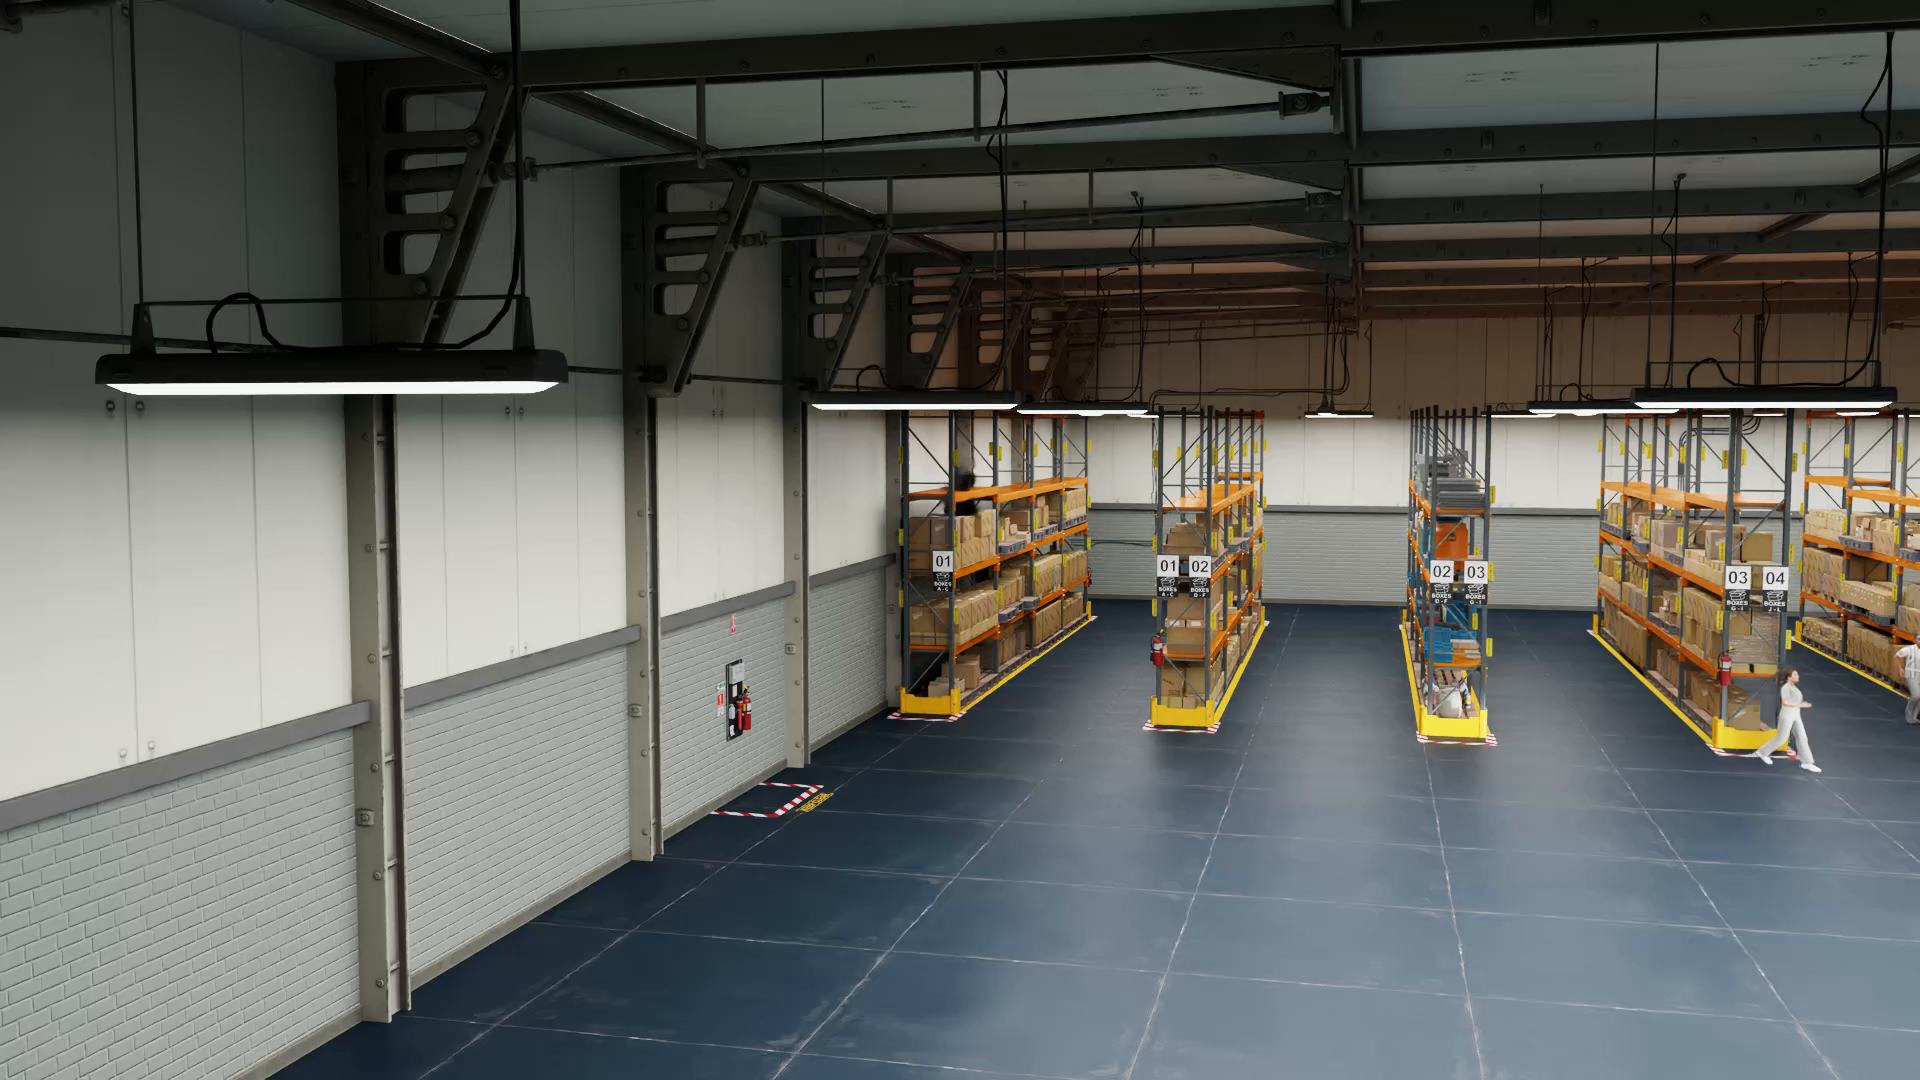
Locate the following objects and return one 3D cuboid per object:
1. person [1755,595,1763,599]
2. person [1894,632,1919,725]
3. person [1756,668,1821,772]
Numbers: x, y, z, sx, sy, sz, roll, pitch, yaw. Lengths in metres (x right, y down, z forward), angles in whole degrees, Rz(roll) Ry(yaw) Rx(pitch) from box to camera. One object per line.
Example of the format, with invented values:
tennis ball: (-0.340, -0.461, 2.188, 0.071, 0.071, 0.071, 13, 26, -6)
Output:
person: (20.899, 1.725, 44.051, 0.832, 1.677, 0.746, 4, 6, 44)
person: (18.030, 2.599, 31.263, 0.652, 1.773, 0.653, 0, 4, 2)
person: (13.538, 2.908, 27.145, 0.577, 1.660, 0.991, -4, 5, -42)
